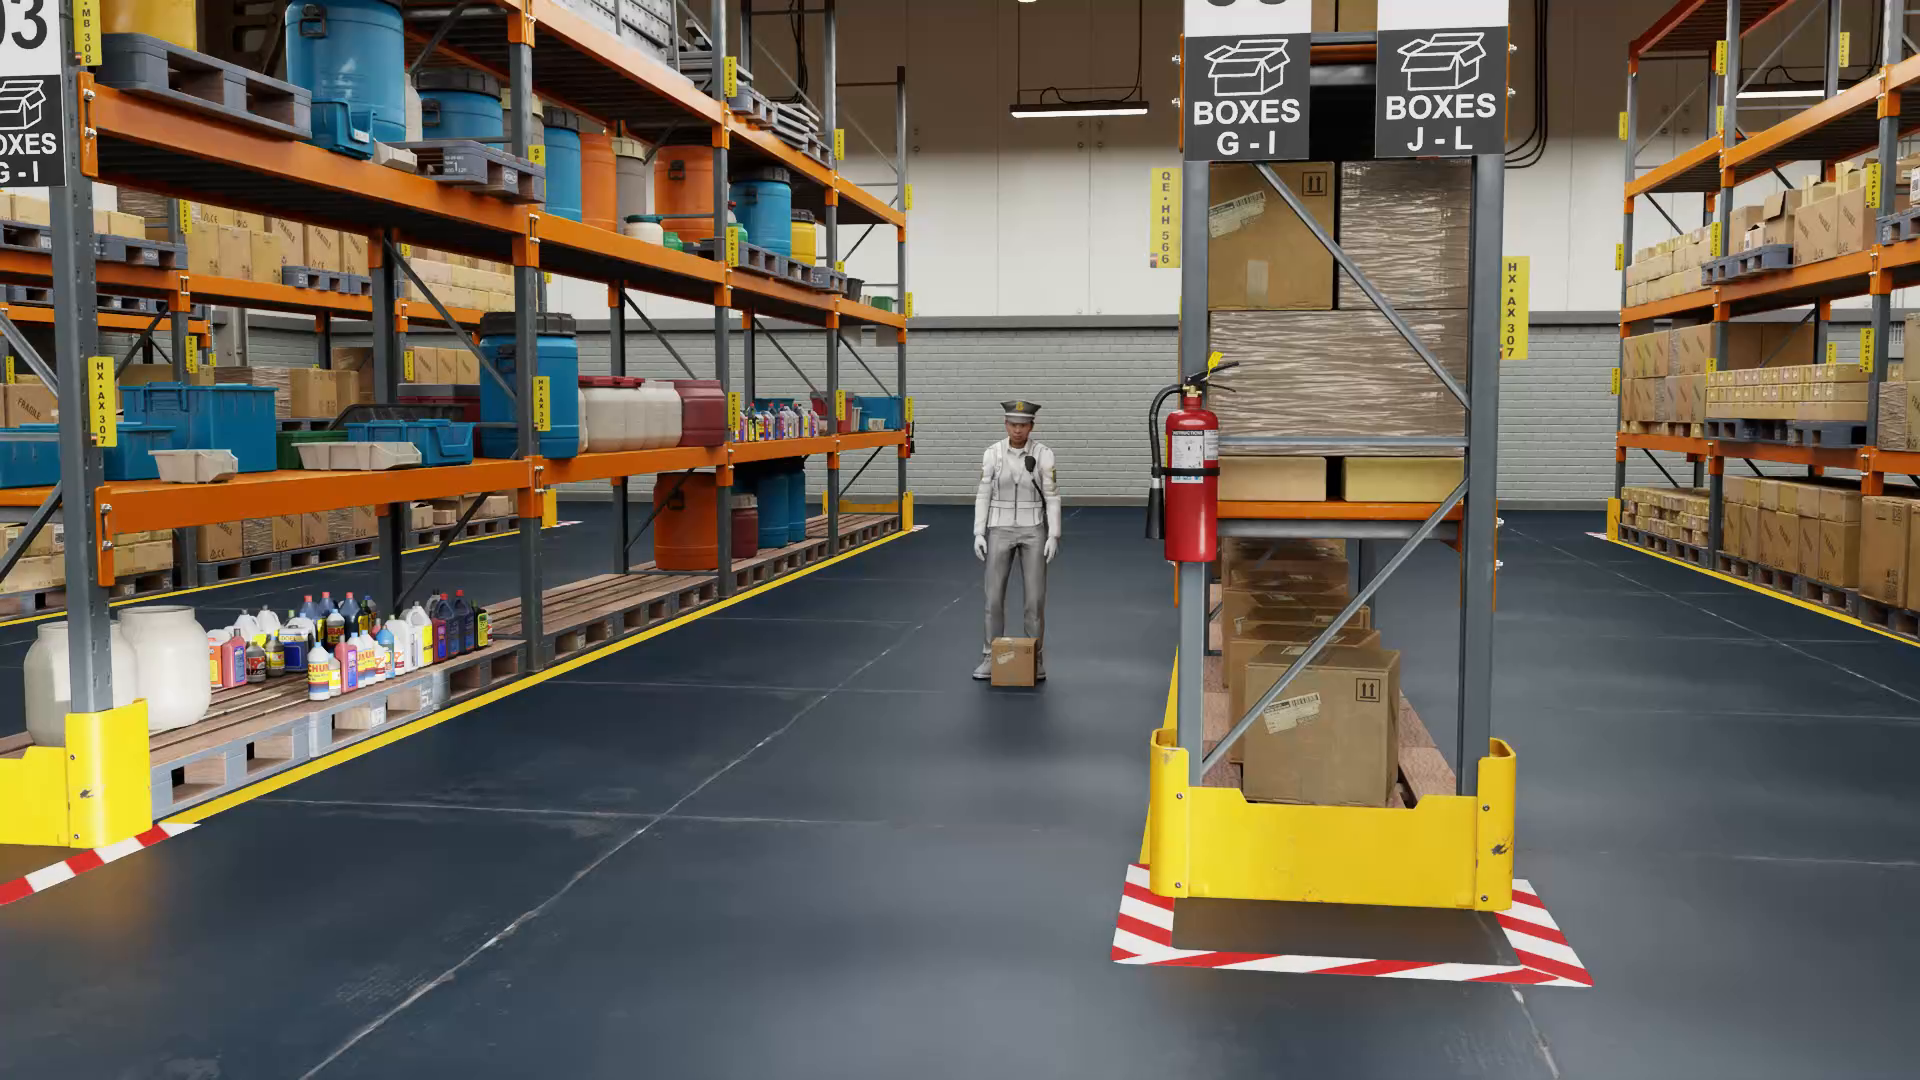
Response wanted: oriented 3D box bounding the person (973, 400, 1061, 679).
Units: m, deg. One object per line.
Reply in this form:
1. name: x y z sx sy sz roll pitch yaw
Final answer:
1. person: 0.342 -0.007 9.972 0.526 1.663 0.374 1 5 8
